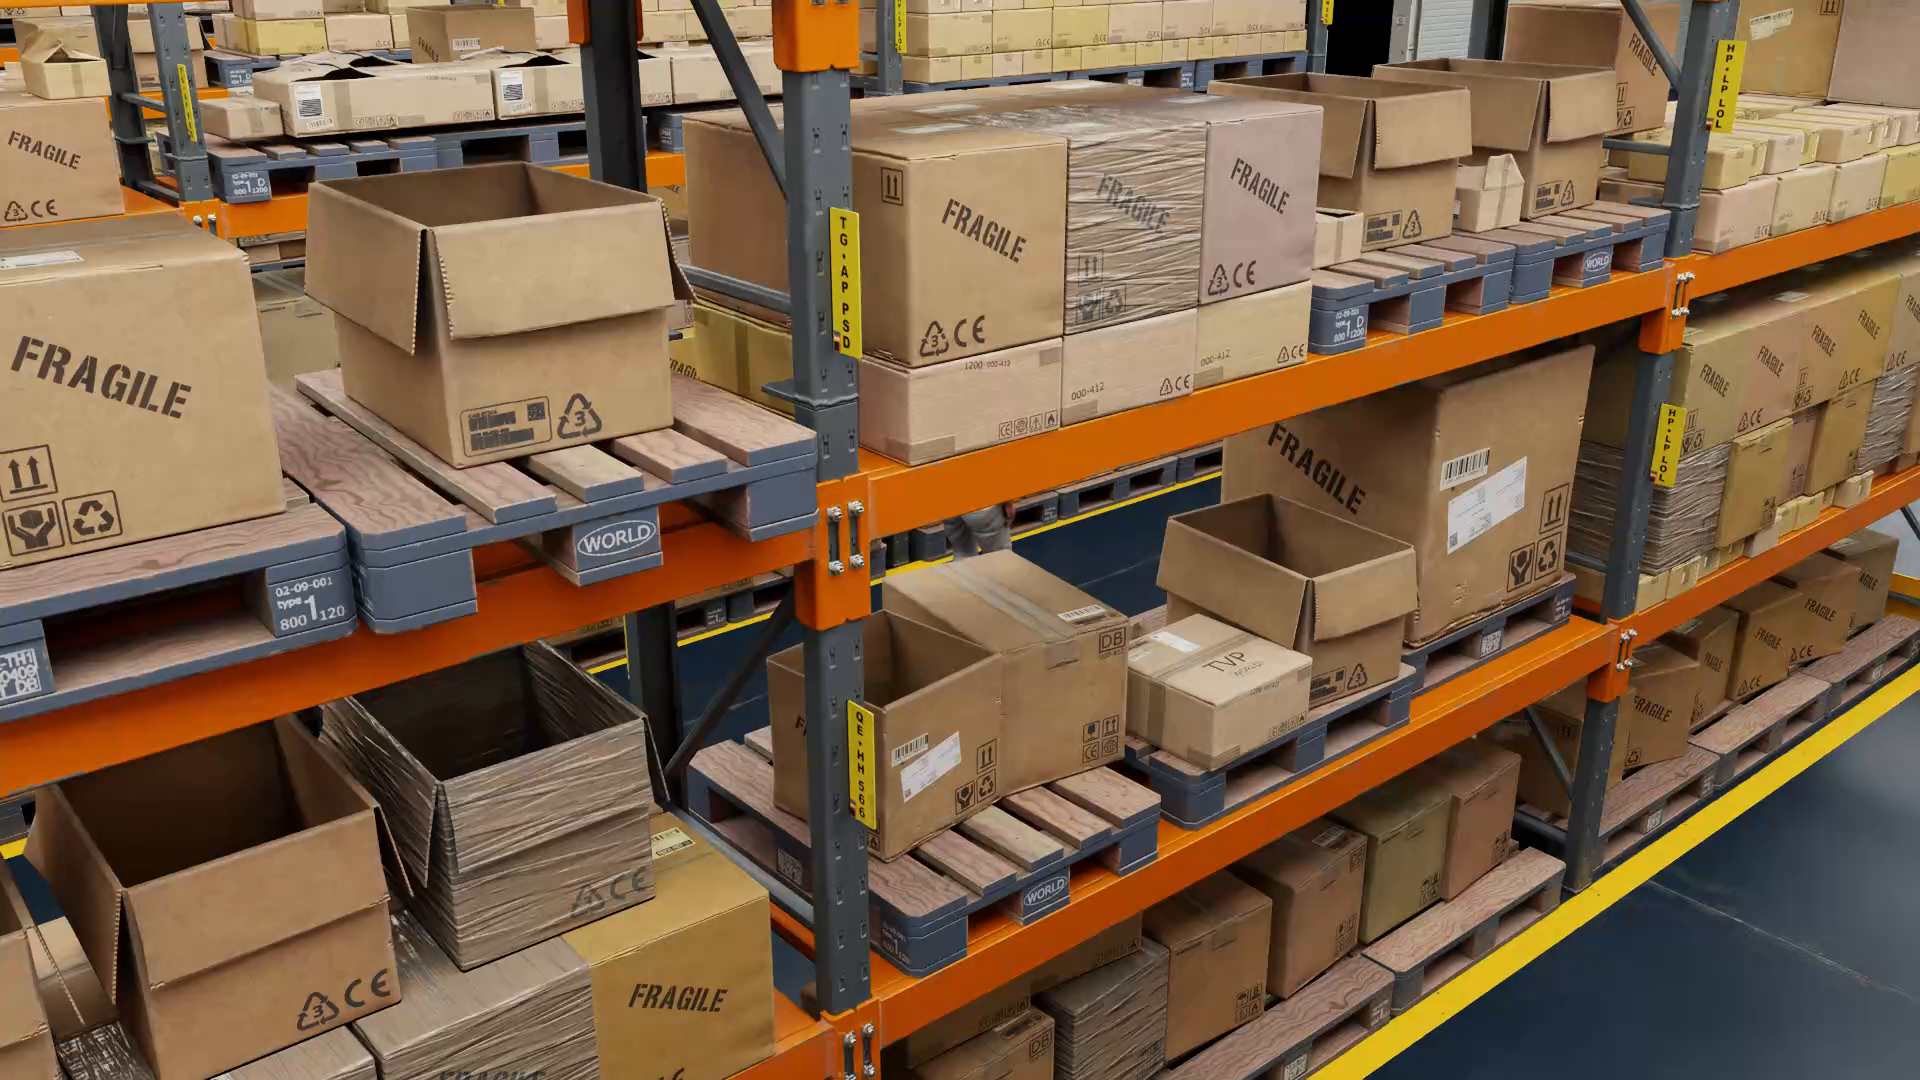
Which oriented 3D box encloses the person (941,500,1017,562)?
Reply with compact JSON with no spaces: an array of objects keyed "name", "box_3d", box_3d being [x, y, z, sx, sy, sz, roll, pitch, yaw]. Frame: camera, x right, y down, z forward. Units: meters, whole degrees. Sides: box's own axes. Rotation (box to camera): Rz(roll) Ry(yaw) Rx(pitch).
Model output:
[{"name":"person","box_3d":[0.110,-0.229,9.668,0.560,1.665,0.468,14,25,33]}]
